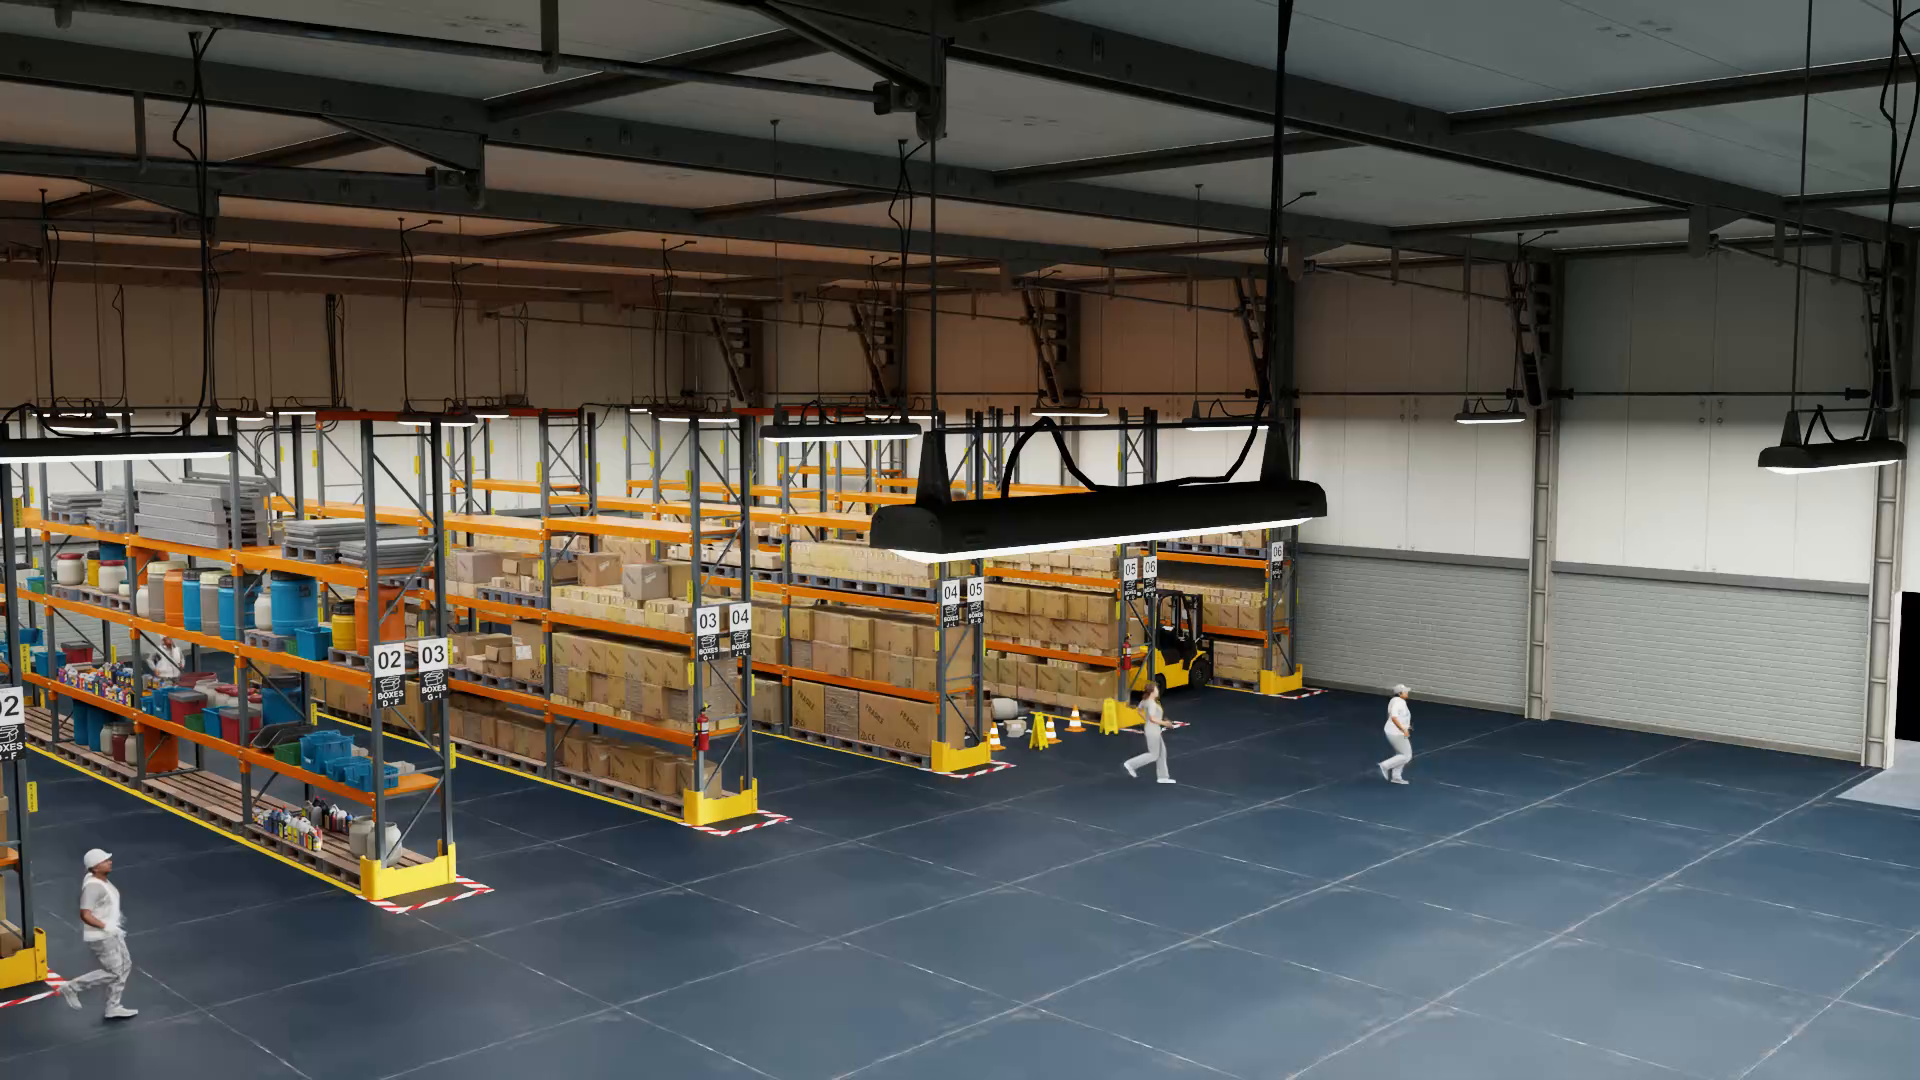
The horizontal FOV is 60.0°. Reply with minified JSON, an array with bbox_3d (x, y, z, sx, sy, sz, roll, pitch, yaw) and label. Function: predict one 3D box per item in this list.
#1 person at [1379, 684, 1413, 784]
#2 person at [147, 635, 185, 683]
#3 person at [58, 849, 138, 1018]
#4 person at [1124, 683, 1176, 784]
[{"bbox_3d":[7.064,3.144,26.948,0.596,1.641,0.600,0,5,2],"label":"person"},{"bbox_3d":[-15.180,2.619,31.894,0.858,1.773,0.677,4,6,35],"label":"person"},{"bbox_3d":[-8.721,3.986,16.793,0.701,1.753,0.684,-2,5,-22],"label":"person"},{"bbox_3d":[3.069,3.131,26.870,0.868,1.658,0.569,0,5,-4],"label":"person"}]
